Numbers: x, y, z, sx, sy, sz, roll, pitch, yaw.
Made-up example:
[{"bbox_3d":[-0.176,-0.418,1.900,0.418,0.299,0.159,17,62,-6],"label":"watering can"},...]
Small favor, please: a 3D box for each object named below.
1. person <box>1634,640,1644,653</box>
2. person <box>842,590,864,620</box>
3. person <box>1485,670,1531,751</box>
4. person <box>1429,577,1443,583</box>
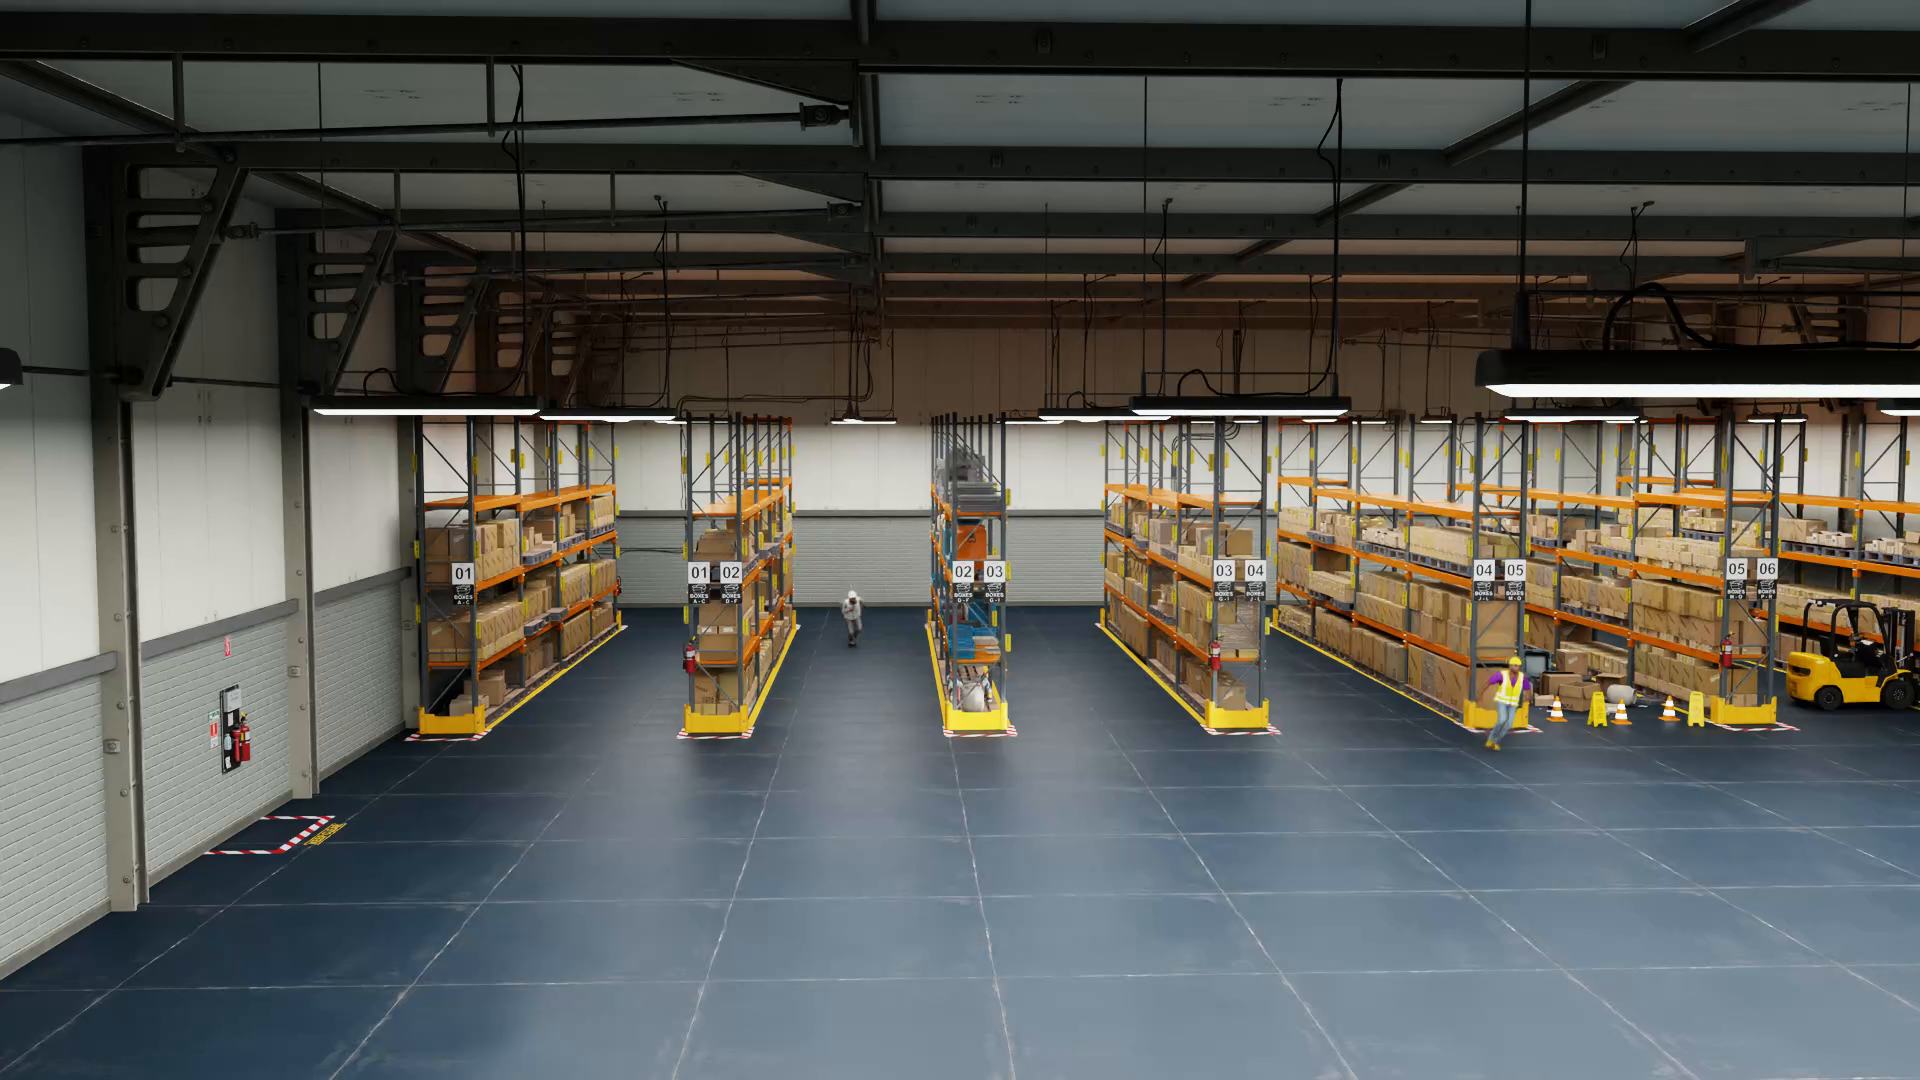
[{"bbox_3d":[16.364,2.179,40.021,0.662,1.670,0.697,-1,4,-9],"label":"person"},{"bbox_3d":[-2.772,1.681,43.224,0.658,0.801,0.899,-1,4,-17],"label":"person"},{"bbox_3d":[9.694,3.021,29.453,0.828,1.452,0.516,-1,4,-11],"label":"person"},{"bbox_3d":[14.408,1.435,50.141,0.866,1.596,0.631,-2,5,-32],"label":"person"}]
